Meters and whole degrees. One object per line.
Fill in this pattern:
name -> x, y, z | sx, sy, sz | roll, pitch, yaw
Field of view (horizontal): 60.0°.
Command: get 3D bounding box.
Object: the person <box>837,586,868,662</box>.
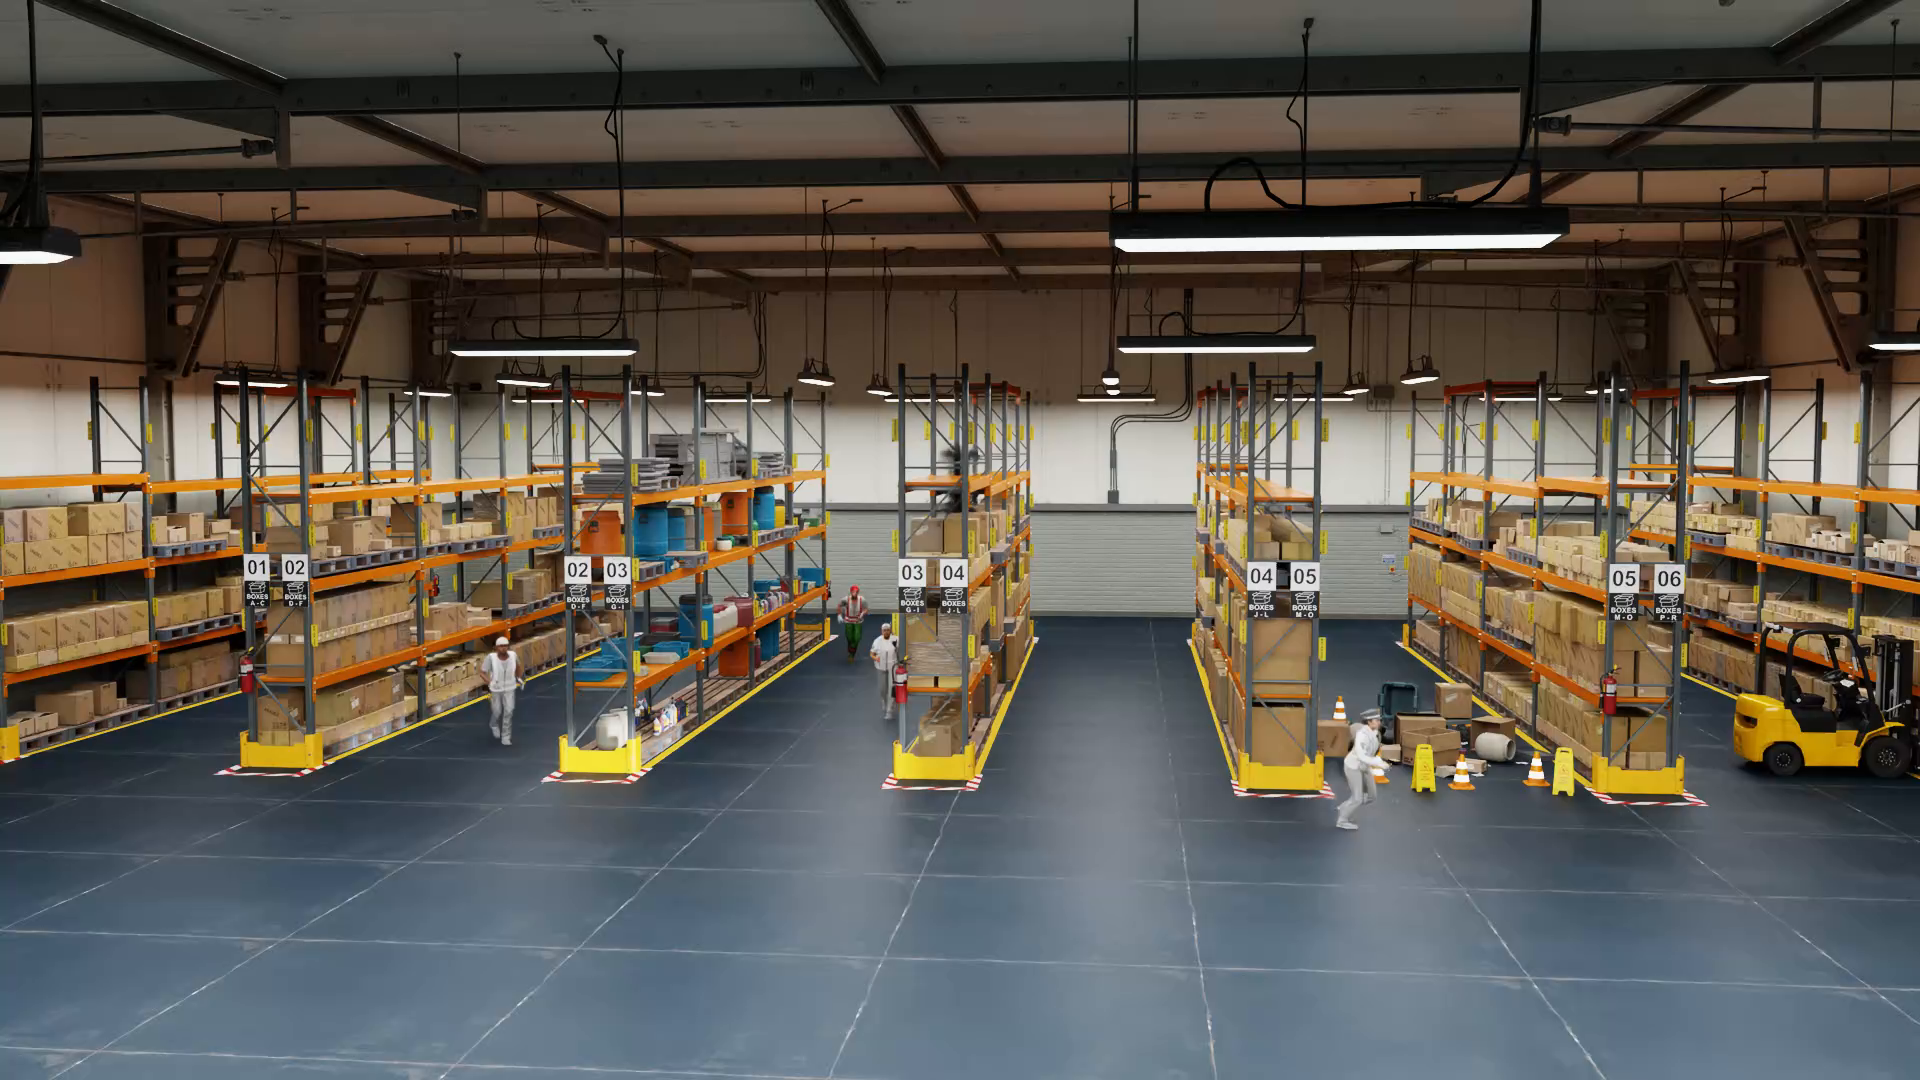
person -> -2.334, 1.830, 36.341 | 0.656, 1.709, 0.744 | -1, 4, -12

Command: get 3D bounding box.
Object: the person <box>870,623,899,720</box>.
person -> -1.288, 2.287, 29.420 | 0.580, 1.666, 0.932 | 0, 4, 2

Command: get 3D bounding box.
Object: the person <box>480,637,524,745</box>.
person -> -7.413, 2.410, 26.863 | 0.687, 1.738, 0.878 | -2, 4, -24

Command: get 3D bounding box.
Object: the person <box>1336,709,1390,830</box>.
person -> 5.061, 2.873, 20.904 | 0.720, 1.573, 0.590 | 3, 5, 35
